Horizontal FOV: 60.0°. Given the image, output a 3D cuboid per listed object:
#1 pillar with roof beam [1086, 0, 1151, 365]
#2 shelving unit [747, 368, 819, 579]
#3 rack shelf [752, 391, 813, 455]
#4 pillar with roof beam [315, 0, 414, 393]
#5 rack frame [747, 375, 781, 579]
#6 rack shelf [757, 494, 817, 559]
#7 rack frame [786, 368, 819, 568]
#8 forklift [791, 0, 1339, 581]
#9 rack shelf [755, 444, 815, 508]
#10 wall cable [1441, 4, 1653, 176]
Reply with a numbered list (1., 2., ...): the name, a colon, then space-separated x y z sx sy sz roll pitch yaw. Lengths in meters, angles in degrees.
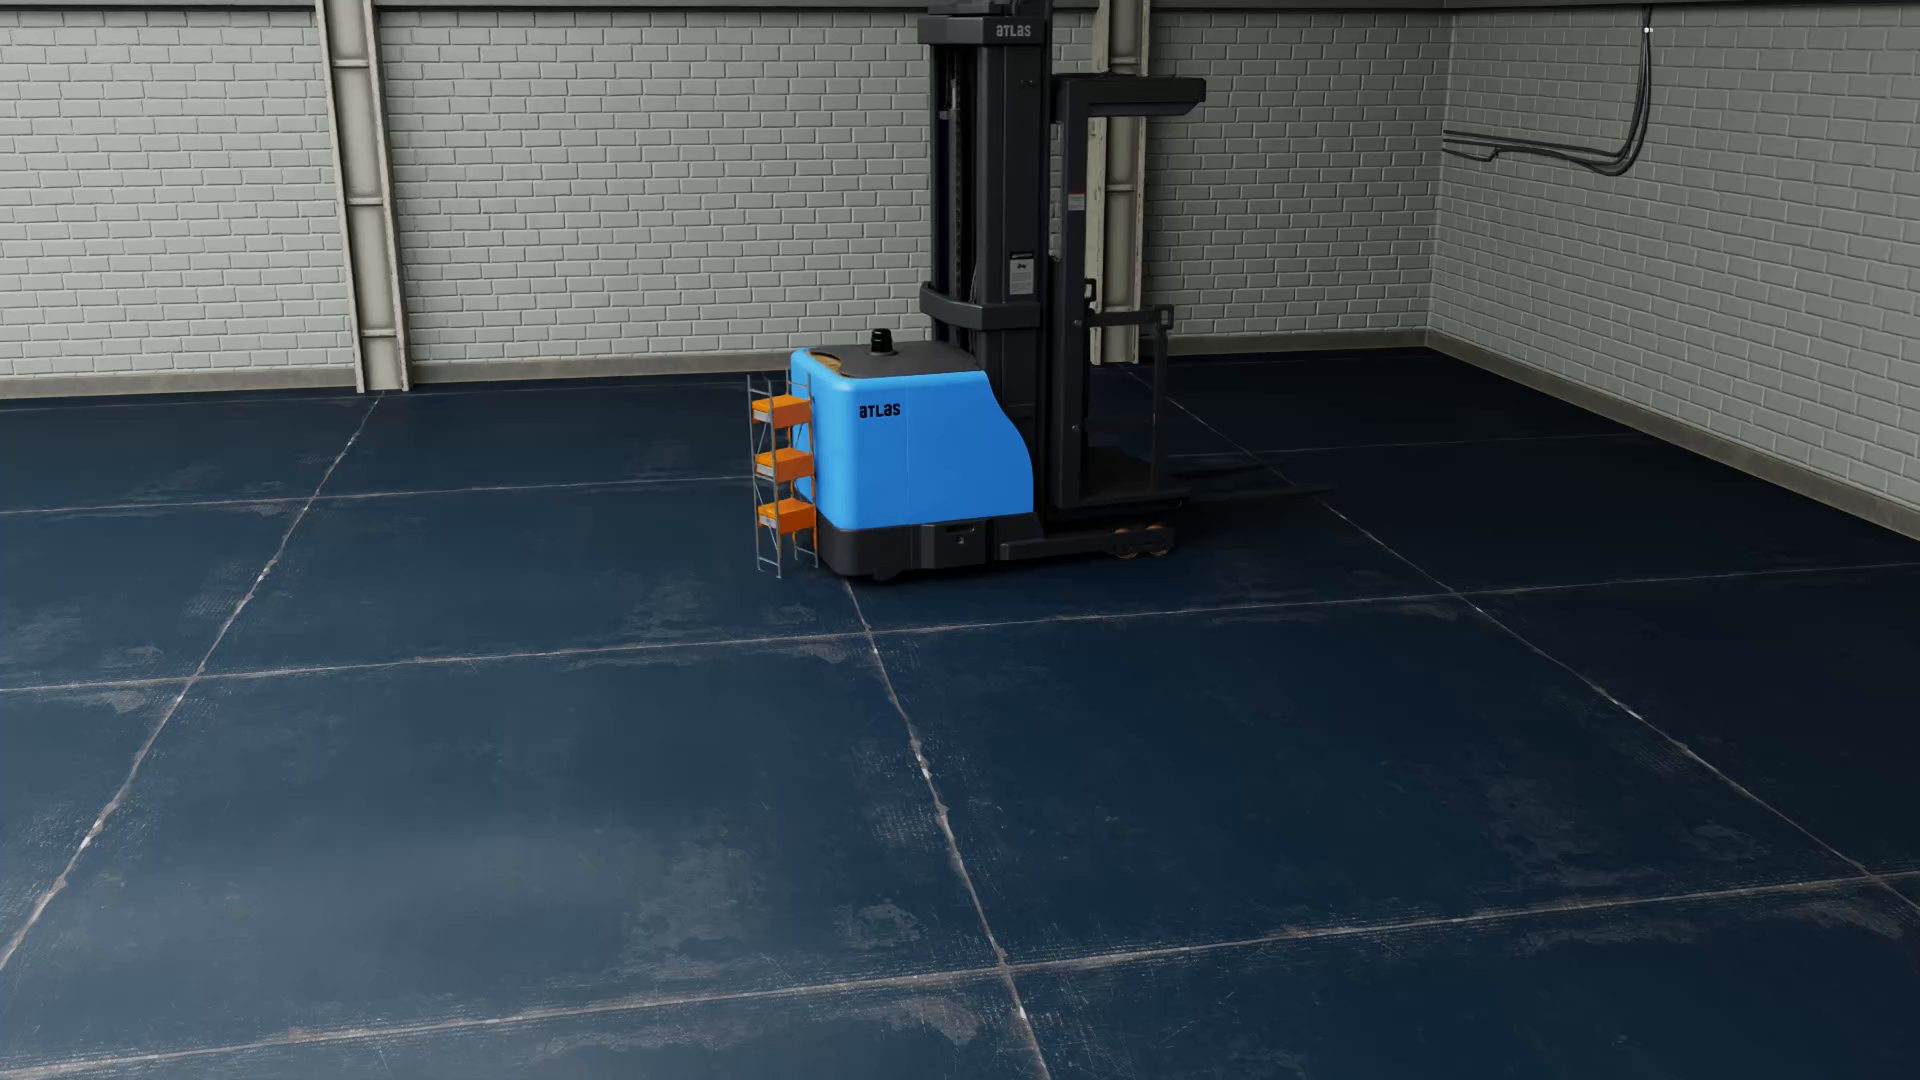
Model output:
1. pillar with roof beam: 2.128 -4.610 8.994 0.400 9.000 9.100 -3 17 -10
2. shelving unit: -0.917 -0.346 8.641 0.252 1.050 0.215 -16 23 -40
3. rack shelf: -0.921 -0.606 8.557 0.240 0.259 0.215 -16 23 -40
4. pillar with roof beam: -3.763 -4.276 7.906 0.400 9.000 9.100 -3 17 -10
5. rack frame: -1.007 -0.319 8.563 0.008 1.050 0.200 -16 23 -40
6. rack shelf: -0.913 -0.071 8.729 0.240 0.259 0.215 -16 23 -40
7. rack frame: -0.827 -0.372 8.719 0.008 1.050 0.200 -16 23 -40
8. forklift: 0.641 -1.435 8.991 3.031 2.935 1.130 -6 18 -19
9. rack shelf: -0.917 -0.336 8.644 0.240 0.259 0.215 -16 23 -40
10. wall cable: 4.455 -4.149 12.783 0.112 2.526 3.097 -3 17 -10
